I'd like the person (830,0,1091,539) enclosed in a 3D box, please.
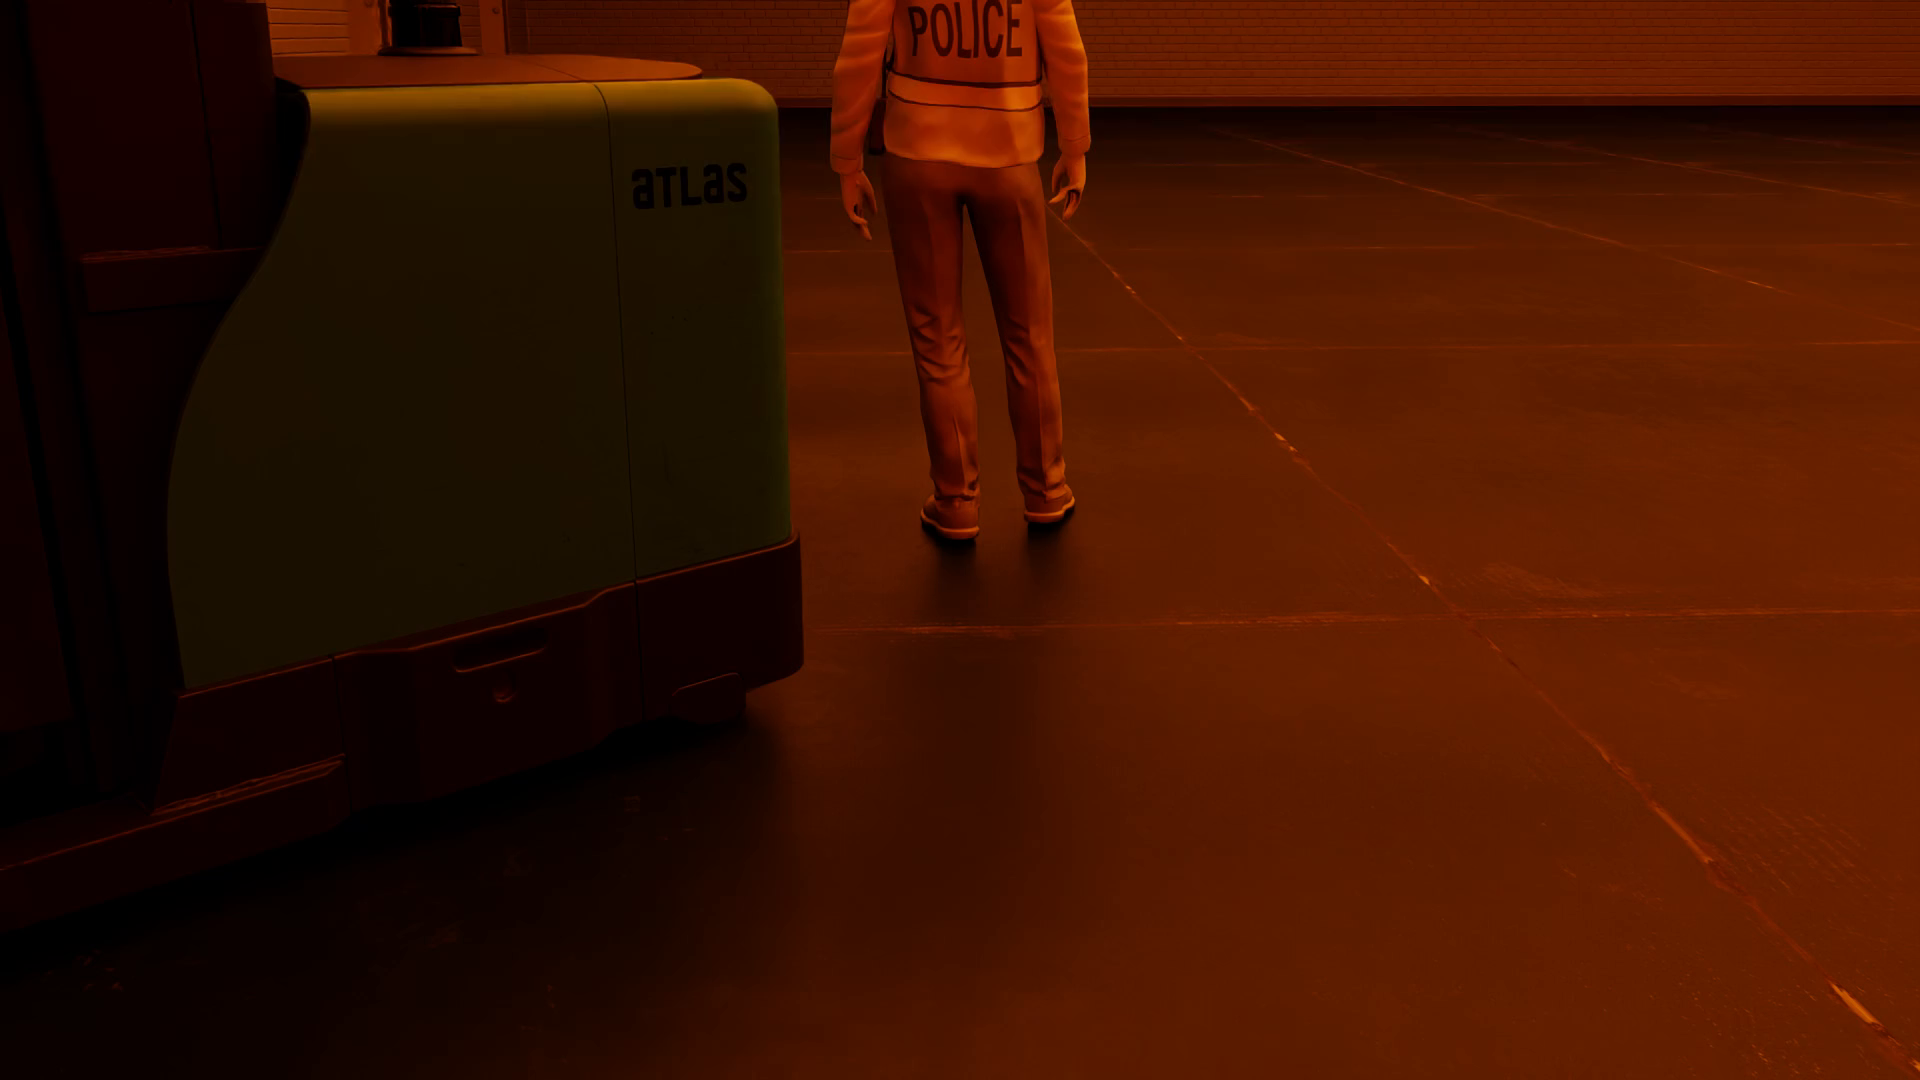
[{"bbox_3d":[0.003,-0.837,3.735,0.587,1.694,0.529,-1,17,-3],"label":"person"}]

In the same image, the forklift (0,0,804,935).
[{"bbox_3d":[-1.706,-0.925,1.932,3.031,2.935,1.130,-15,23,-40],"label":"forklift"}]
